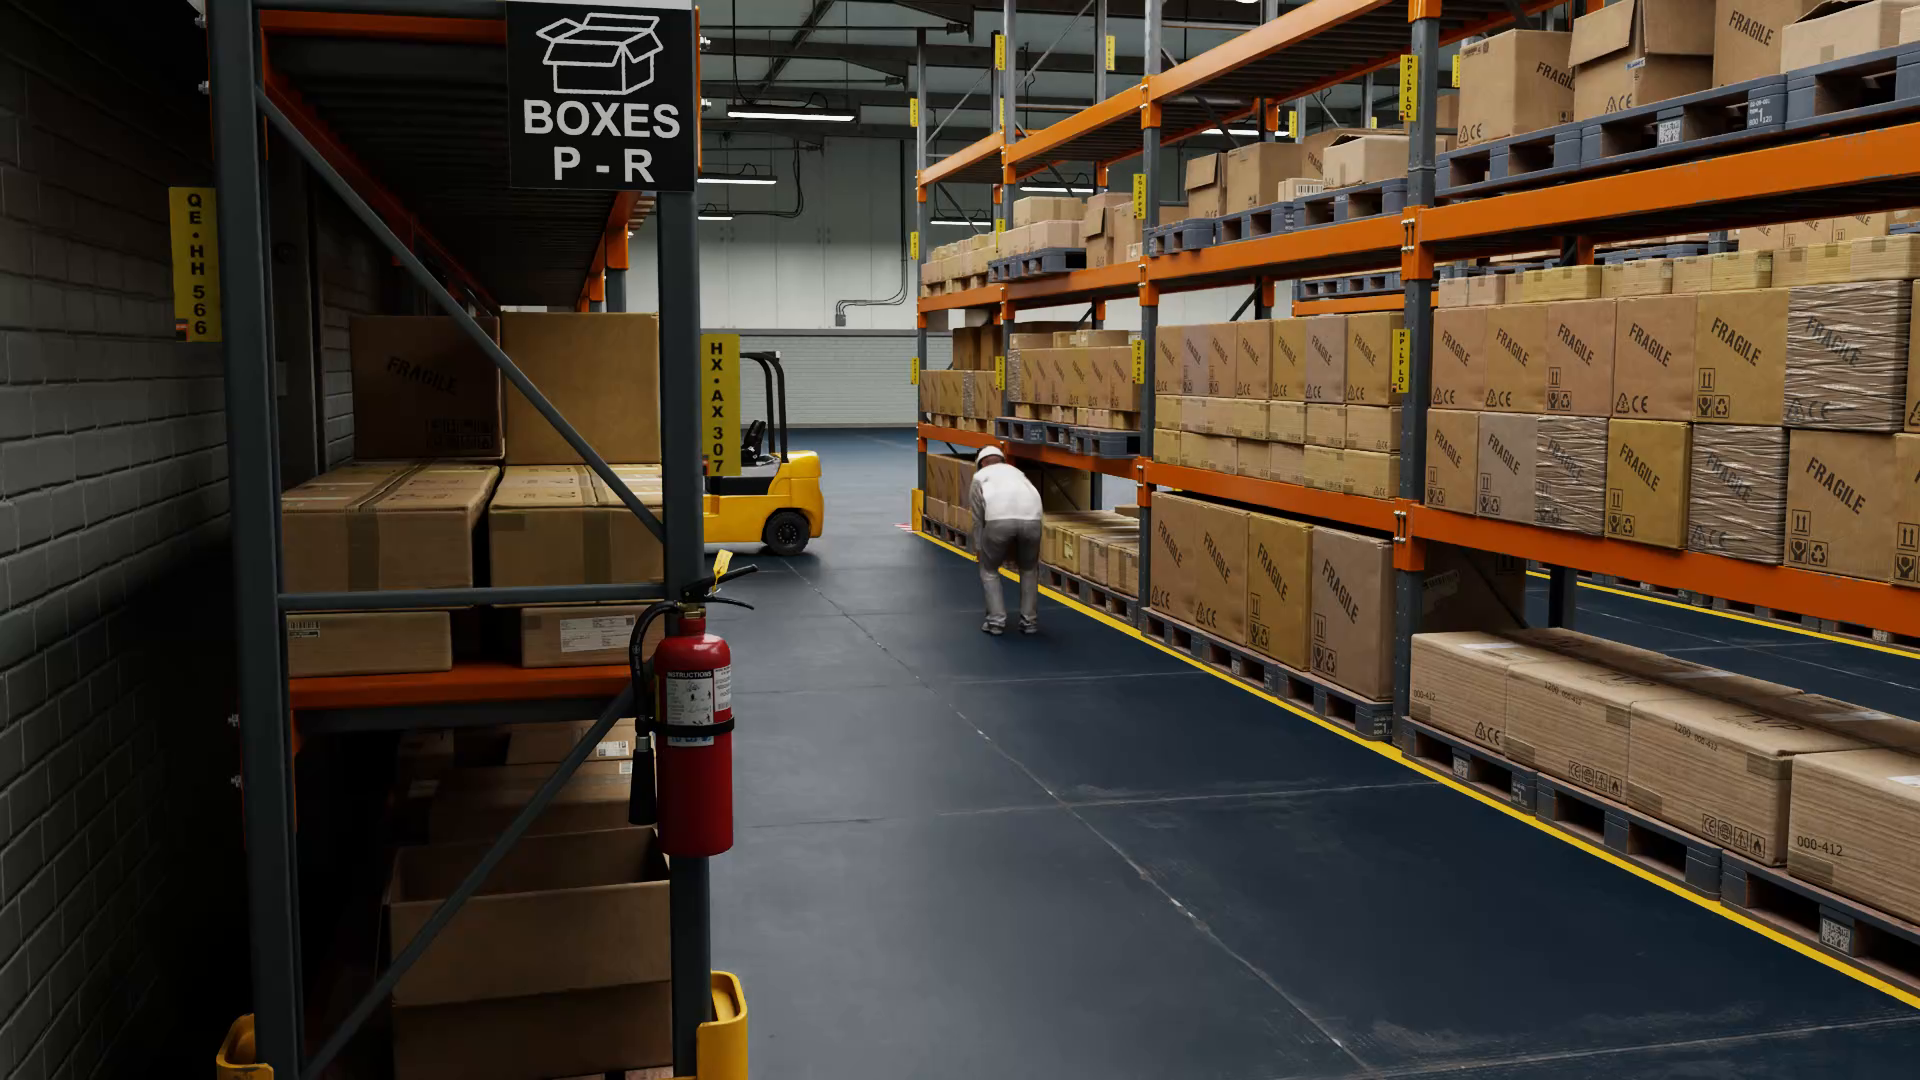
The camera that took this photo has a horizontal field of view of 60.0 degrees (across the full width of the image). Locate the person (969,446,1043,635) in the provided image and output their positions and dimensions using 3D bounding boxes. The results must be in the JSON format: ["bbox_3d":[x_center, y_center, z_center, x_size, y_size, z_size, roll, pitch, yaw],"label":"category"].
[{"bbox_3d":[0.328,-0.011,12.747,0.475,1.390,0.920,-1,6,-13],"label":"person"}]
